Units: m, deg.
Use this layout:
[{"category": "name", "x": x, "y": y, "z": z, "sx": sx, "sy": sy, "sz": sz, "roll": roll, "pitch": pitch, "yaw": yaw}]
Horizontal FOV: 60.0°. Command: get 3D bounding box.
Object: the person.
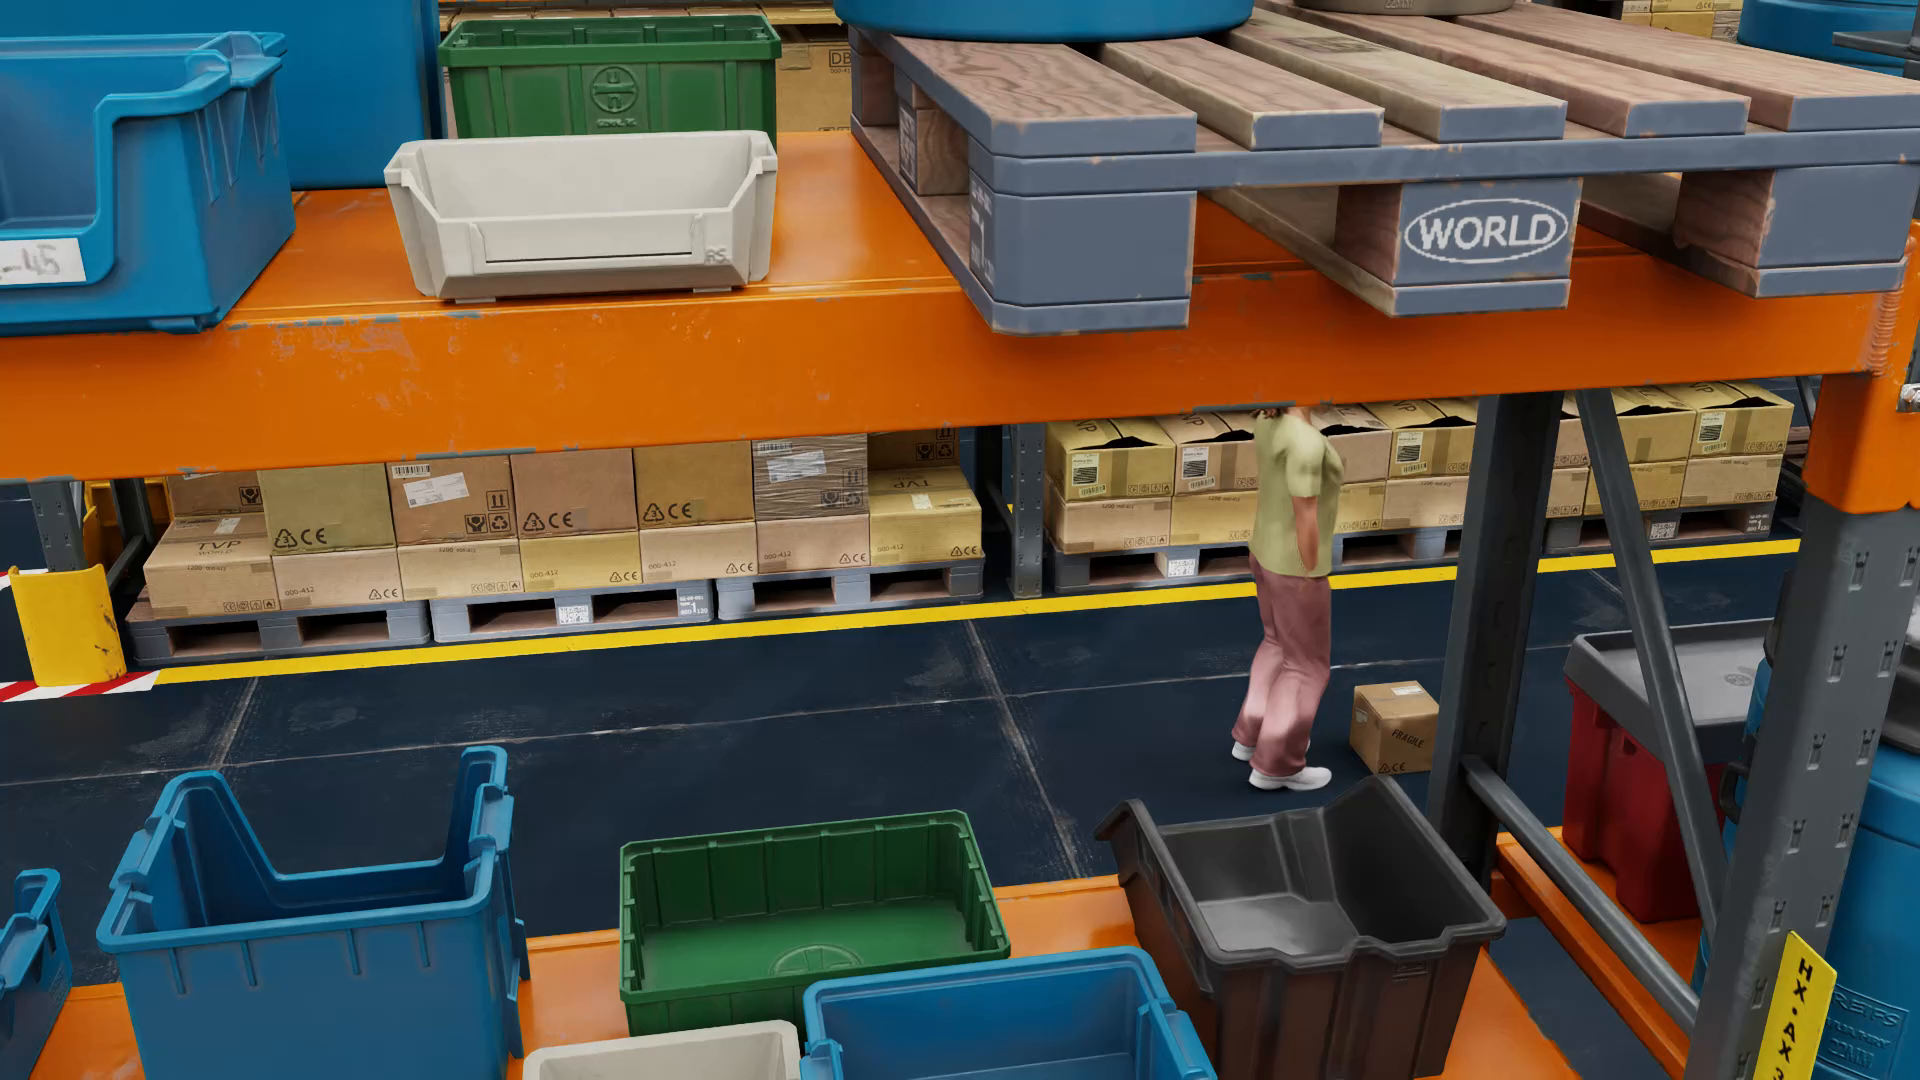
[{"category": "person", "x": 1.171, "y": 0.086, "z": 5.925, "sx": 0.359, "sy": 1.672, "sz": 0.450, "roll": -4, "pitch": 24, "yaw": -9}]
